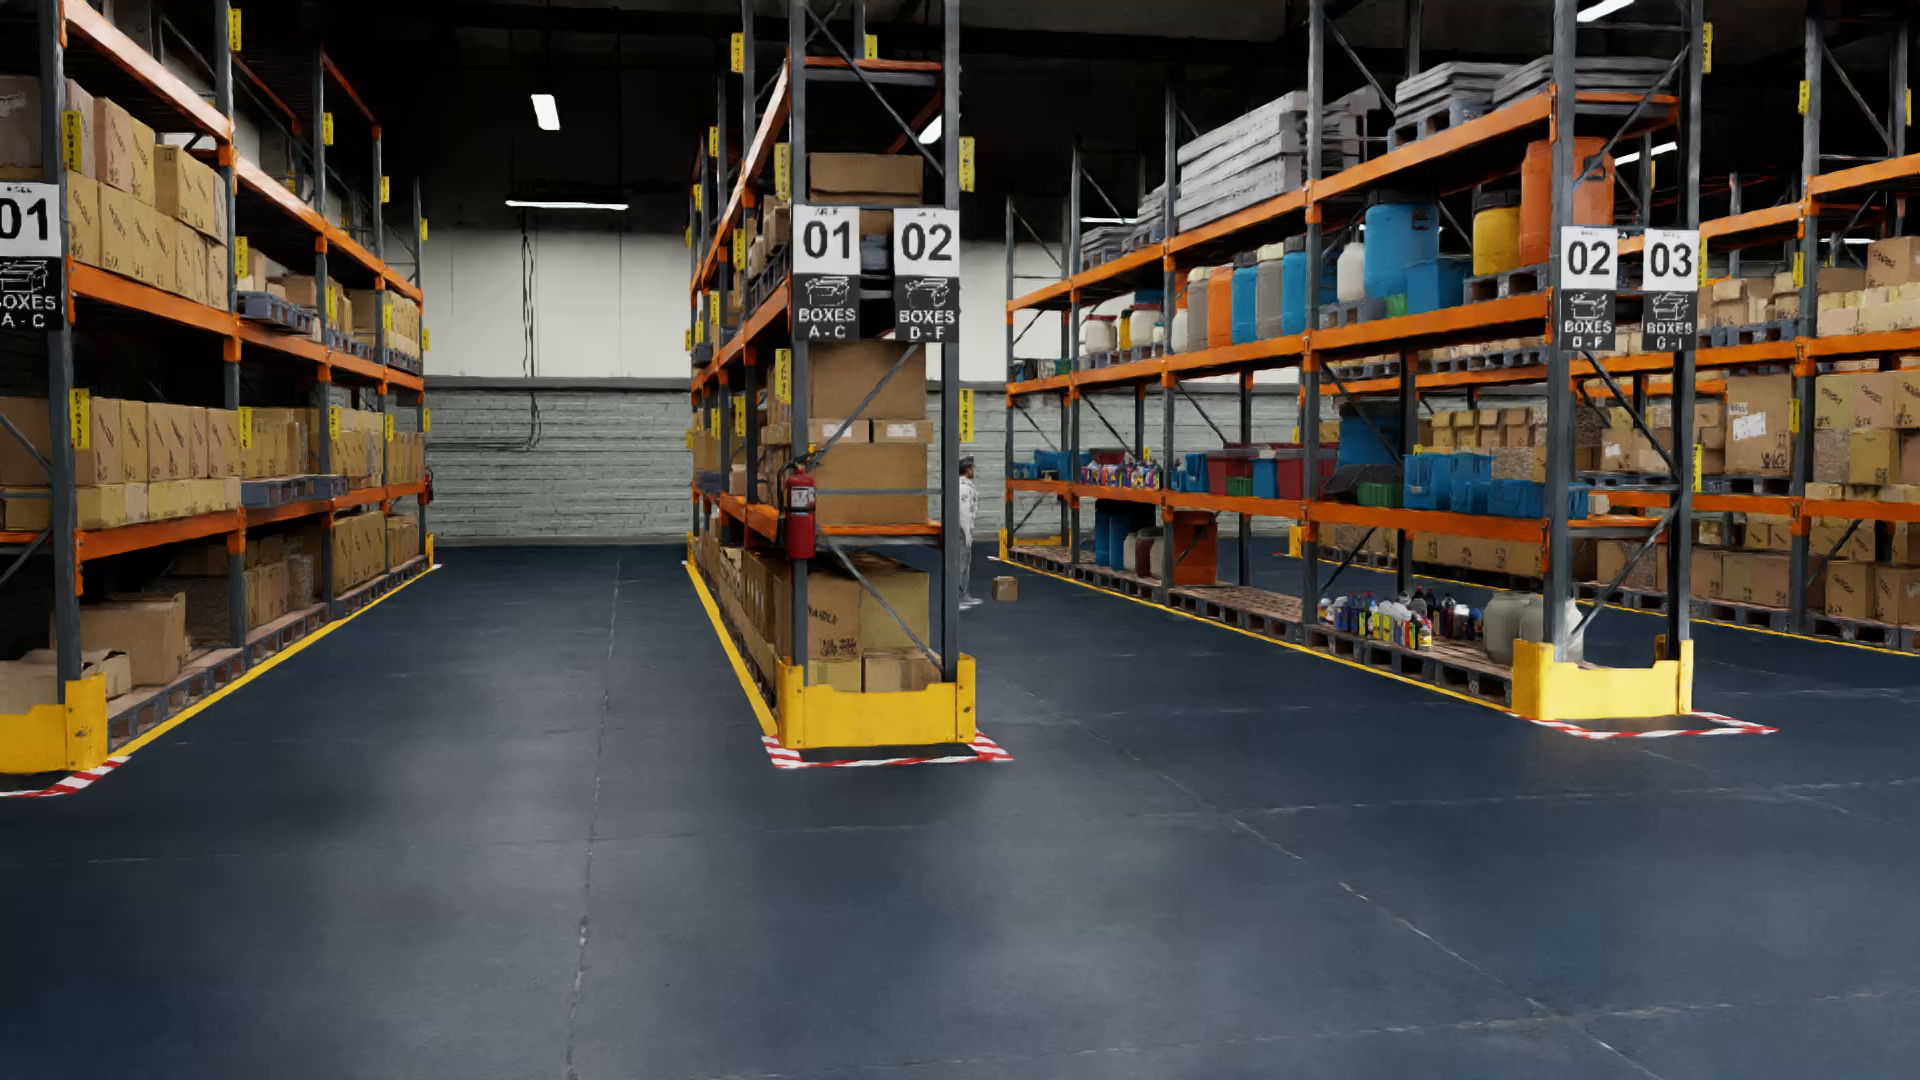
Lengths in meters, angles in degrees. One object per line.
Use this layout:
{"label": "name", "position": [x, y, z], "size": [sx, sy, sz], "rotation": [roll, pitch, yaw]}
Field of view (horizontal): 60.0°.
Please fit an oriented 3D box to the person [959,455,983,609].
{"label": "person", "position": [0.059, -0.096, 18.323], "size": [0.402, 1.680, 0.543], "rotation": [0, 3, -2]}
